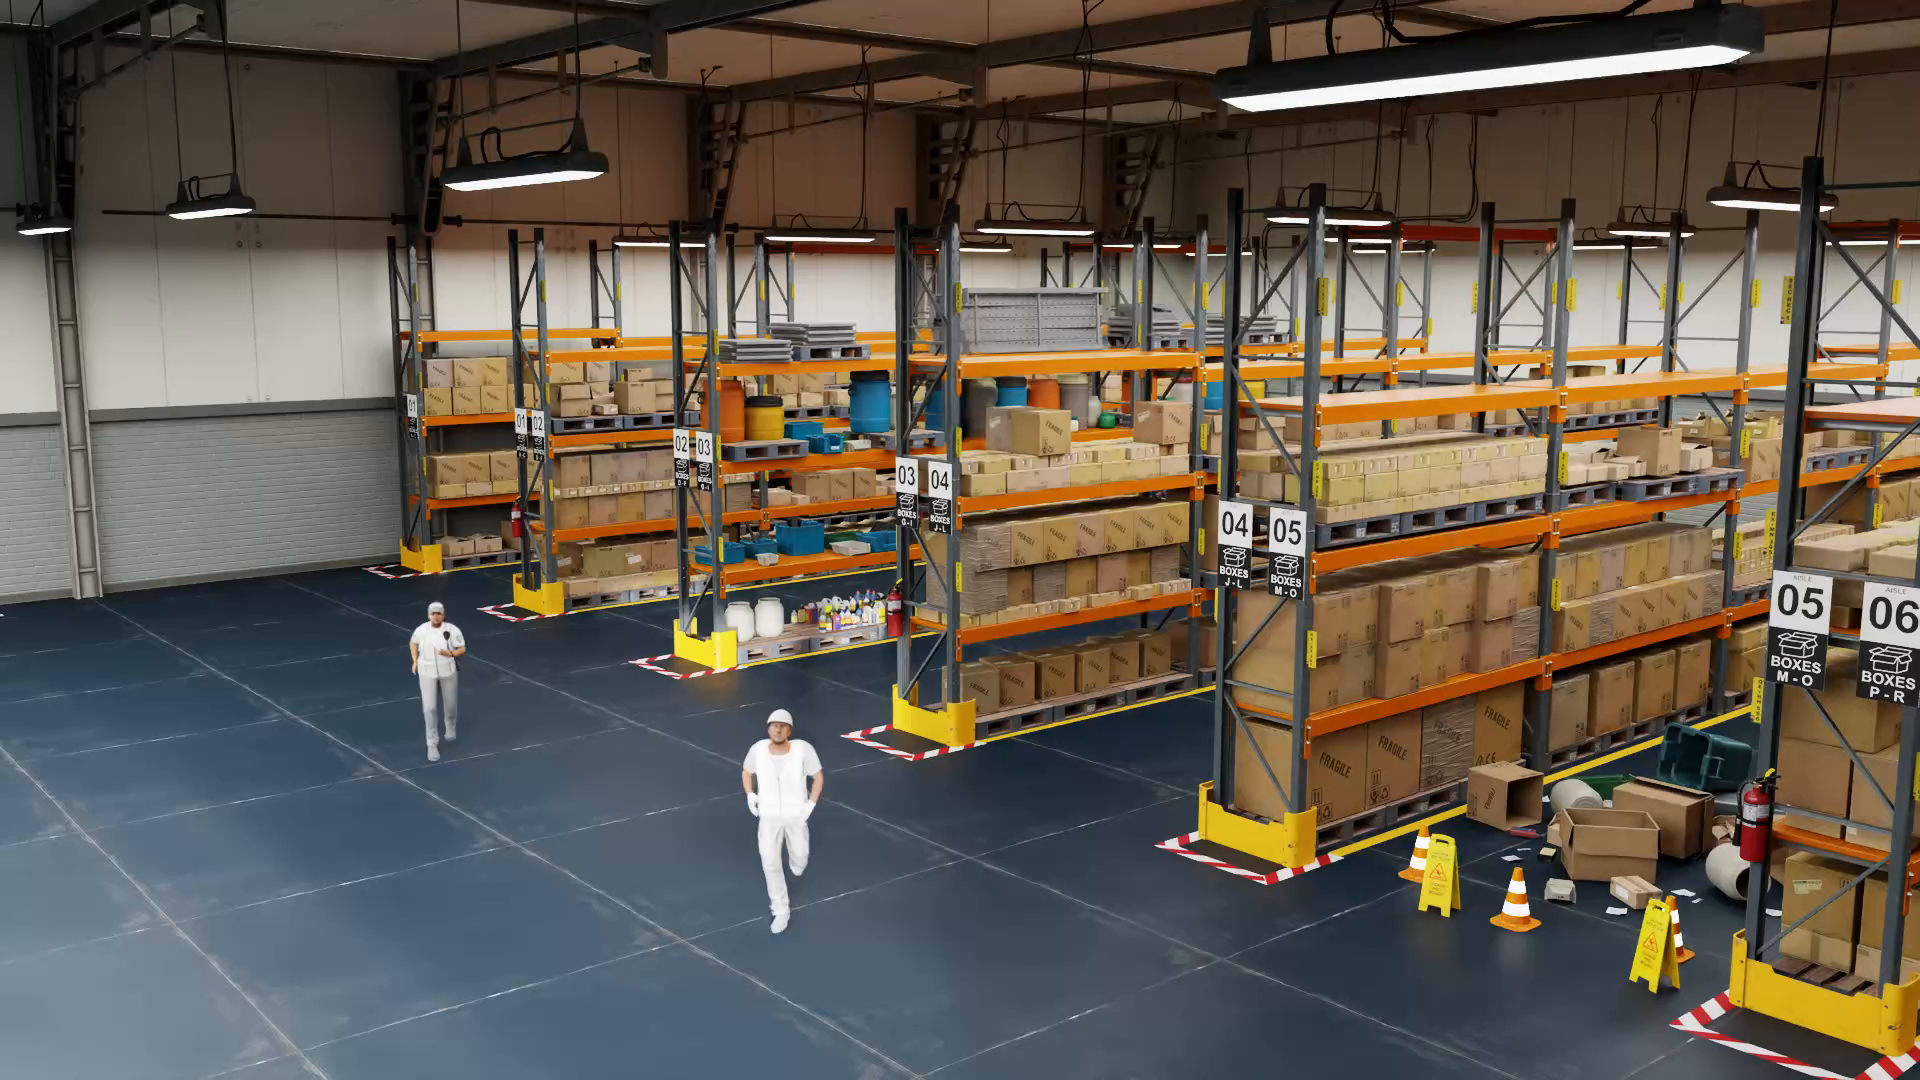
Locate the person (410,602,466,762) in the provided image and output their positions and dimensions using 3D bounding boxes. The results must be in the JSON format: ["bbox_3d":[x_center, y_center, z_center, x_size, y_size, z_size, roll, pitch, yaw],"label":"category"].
[{"bbox_3d":[-5.769,1.514,18.417,0.595,1.685,0.885,-3,9,-16],"label":"person"}]

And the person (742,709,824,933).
[{"bbox_3d":[-1.459,2.242,13.684,0.678,1.748,0.889,-1,9,-3],"label":"person"}]
